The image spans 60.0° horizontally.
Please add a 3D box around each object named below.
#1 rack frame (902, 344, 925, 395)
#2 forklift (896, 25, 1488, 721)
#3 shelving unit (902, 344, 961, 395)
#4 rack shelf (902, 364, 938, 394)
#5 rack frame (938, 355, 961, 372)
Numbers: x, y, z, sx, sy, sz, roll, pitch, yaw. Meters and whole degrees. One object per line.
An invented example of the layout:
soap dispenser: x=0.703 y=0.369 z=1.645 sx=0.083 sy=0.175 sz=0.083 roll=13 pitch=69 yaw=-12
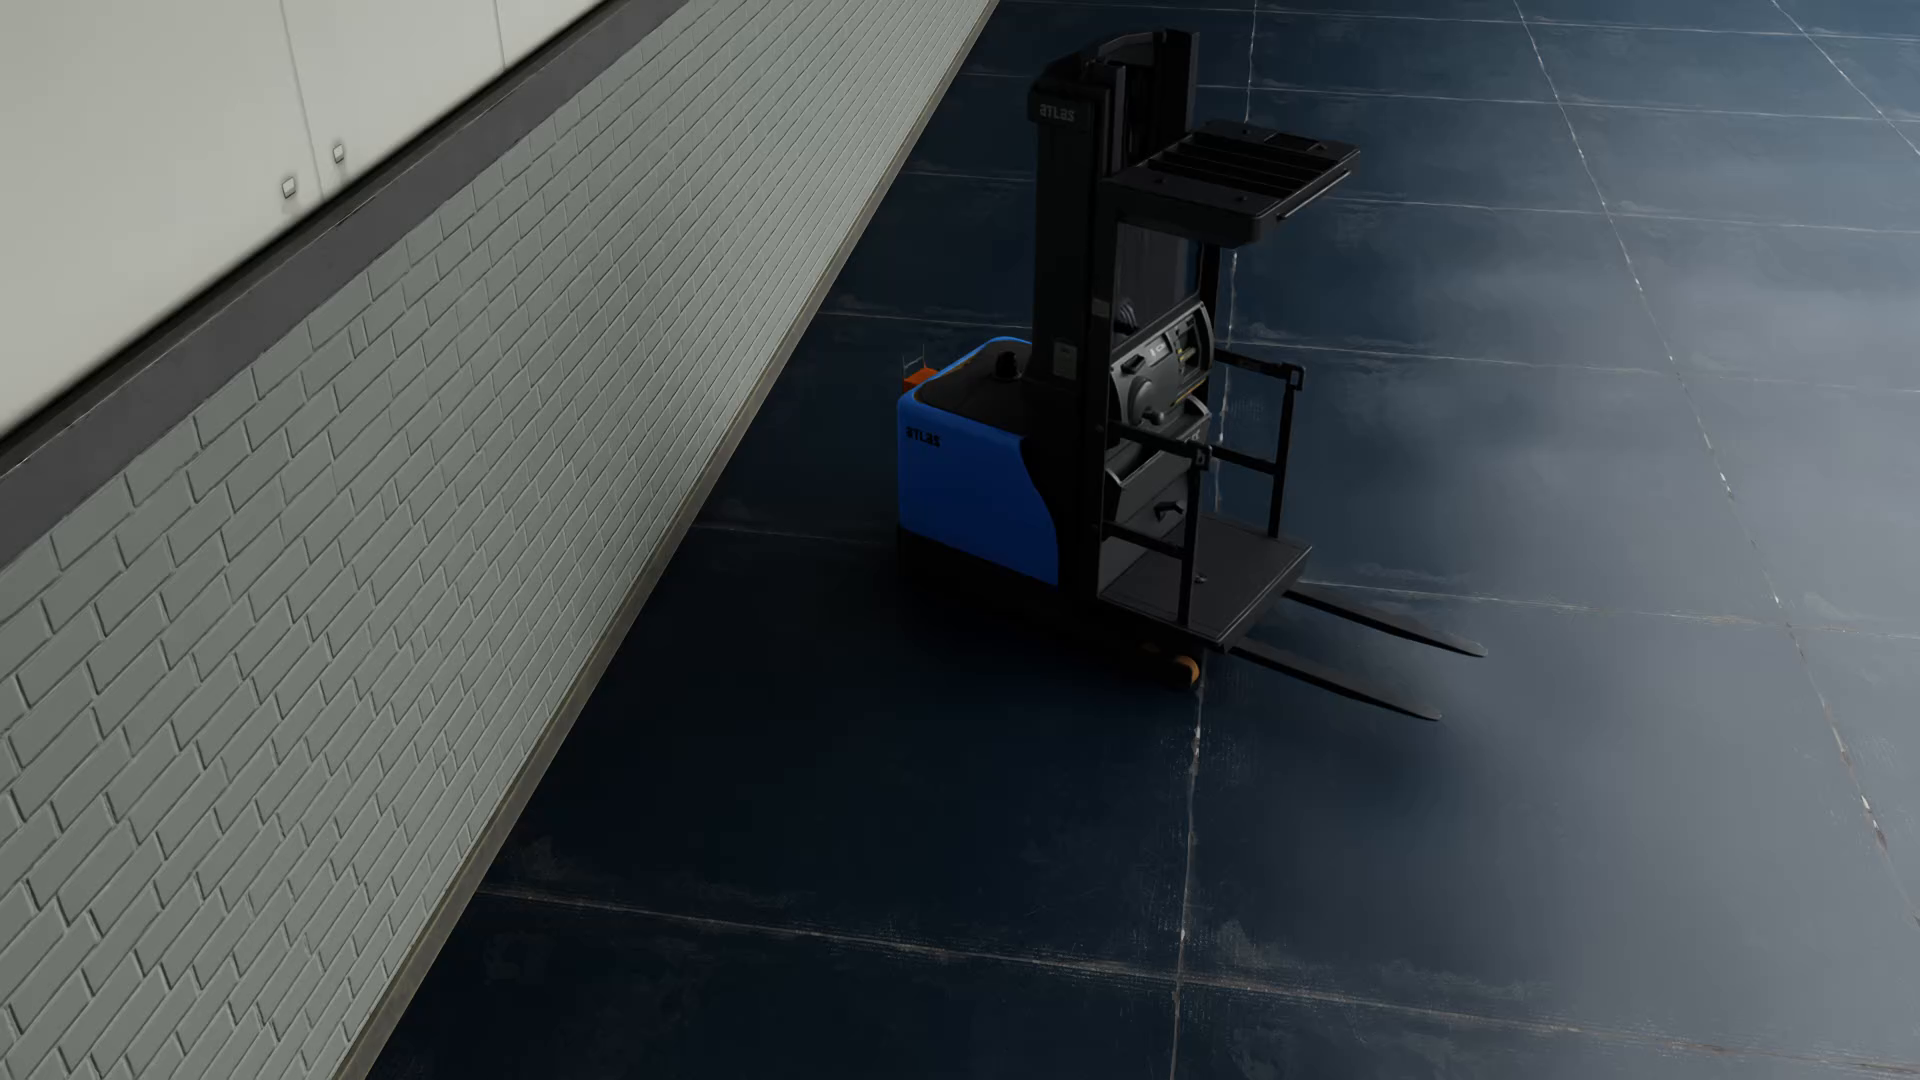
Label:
rack frame: x=-0.257 y=-0.595 z=9.385 sx=0.008 sy=1.050 sz=0.200 roll=20 pitch=37 yaw=29
forklift: x=1.156 y=-0.826 z=7.981 sx=3.031 sy=2.935 sz=1.130 roll=20 pitch=37 yaw=29
shelving unit: x=-0.157 y=-0.558 z=9.326 sx=0.252 sy=1.050 sz=0.215 roll=20 pitch=37 yaw=29
rack shelf: x=-0.157 y=-0.790 z=9.181 sx=0.240 sy=0.259 sz=0.215 roll=20 pitch=37 yaw=29
rack frame: x=-0.057 y=-0.521 z=9.266 sx=0.008 sy=1.050 sz=0.200 roll=20 pitch=37 yaw=29
